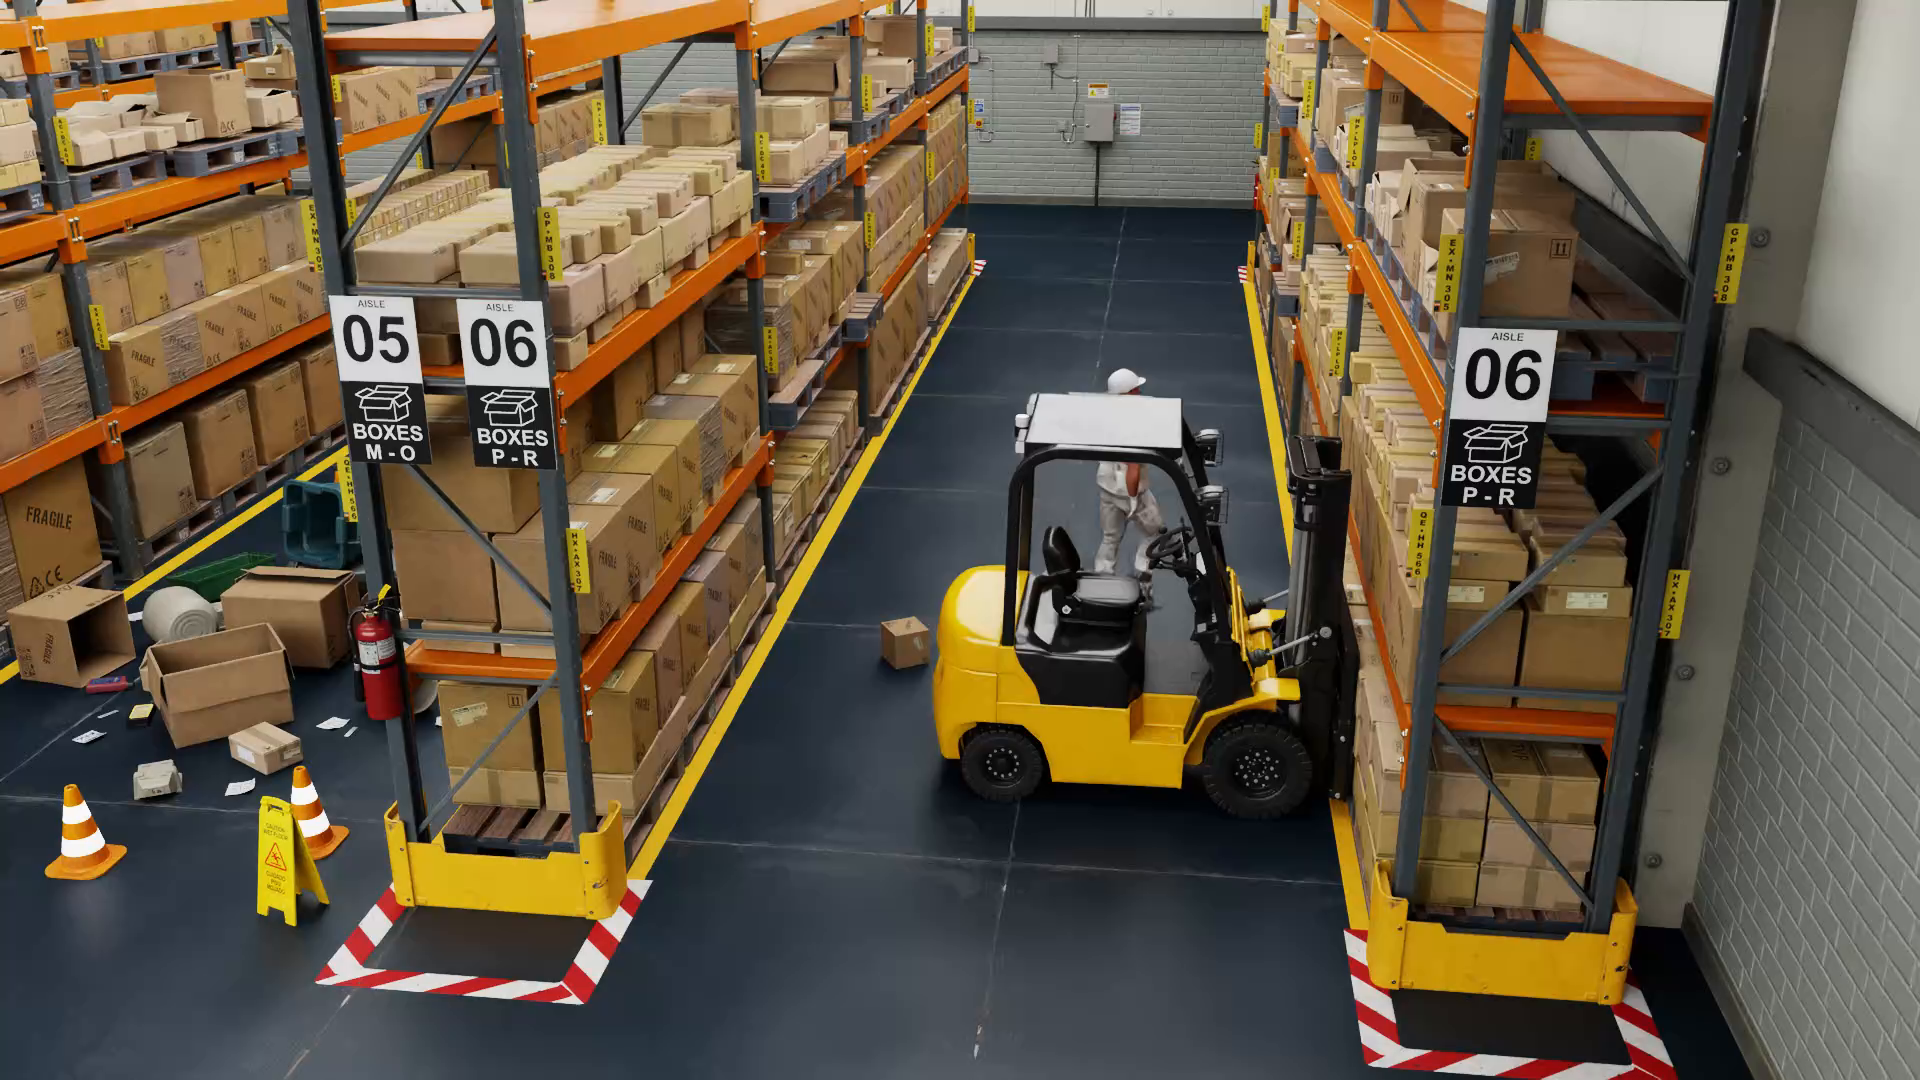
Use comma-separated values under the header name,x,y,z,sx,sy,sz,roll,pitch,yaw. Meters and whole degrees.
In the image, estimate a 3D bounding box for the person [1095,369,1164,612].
name,x,y,z,sx,sy,sz,roll,pitch,yaw
person,1.202,-0.343,11.945,0.469,1.842,0.542,-13,24,-30
